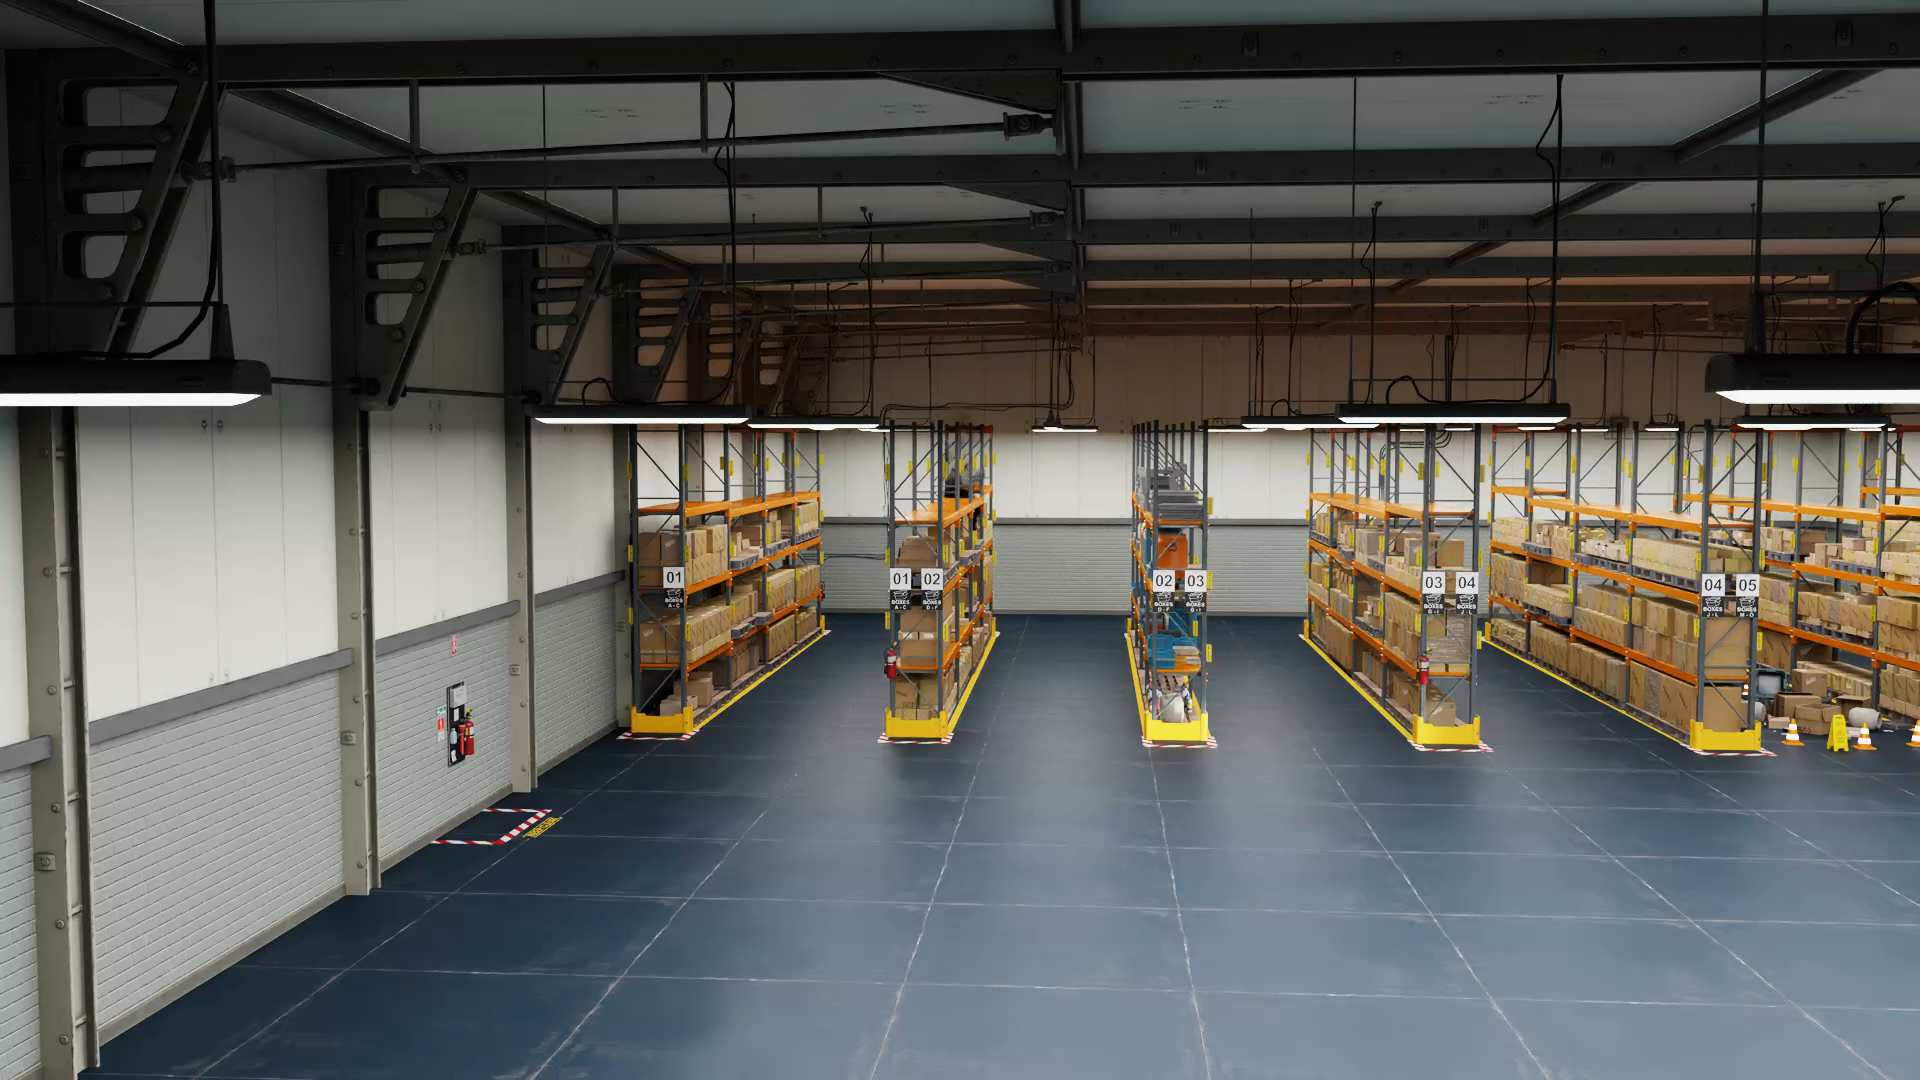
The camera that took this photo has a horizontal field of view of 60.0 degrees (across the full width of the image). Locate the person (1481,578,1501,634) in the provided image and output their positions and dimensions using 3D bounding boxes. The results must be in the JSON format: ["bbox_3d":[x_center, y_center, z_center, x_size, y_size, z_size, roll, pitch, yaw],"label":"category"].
[{"bbox_3d":[15.347,1.881,47.537,0.717,1.757,0.822,1,4,8],"label":"person"}]
